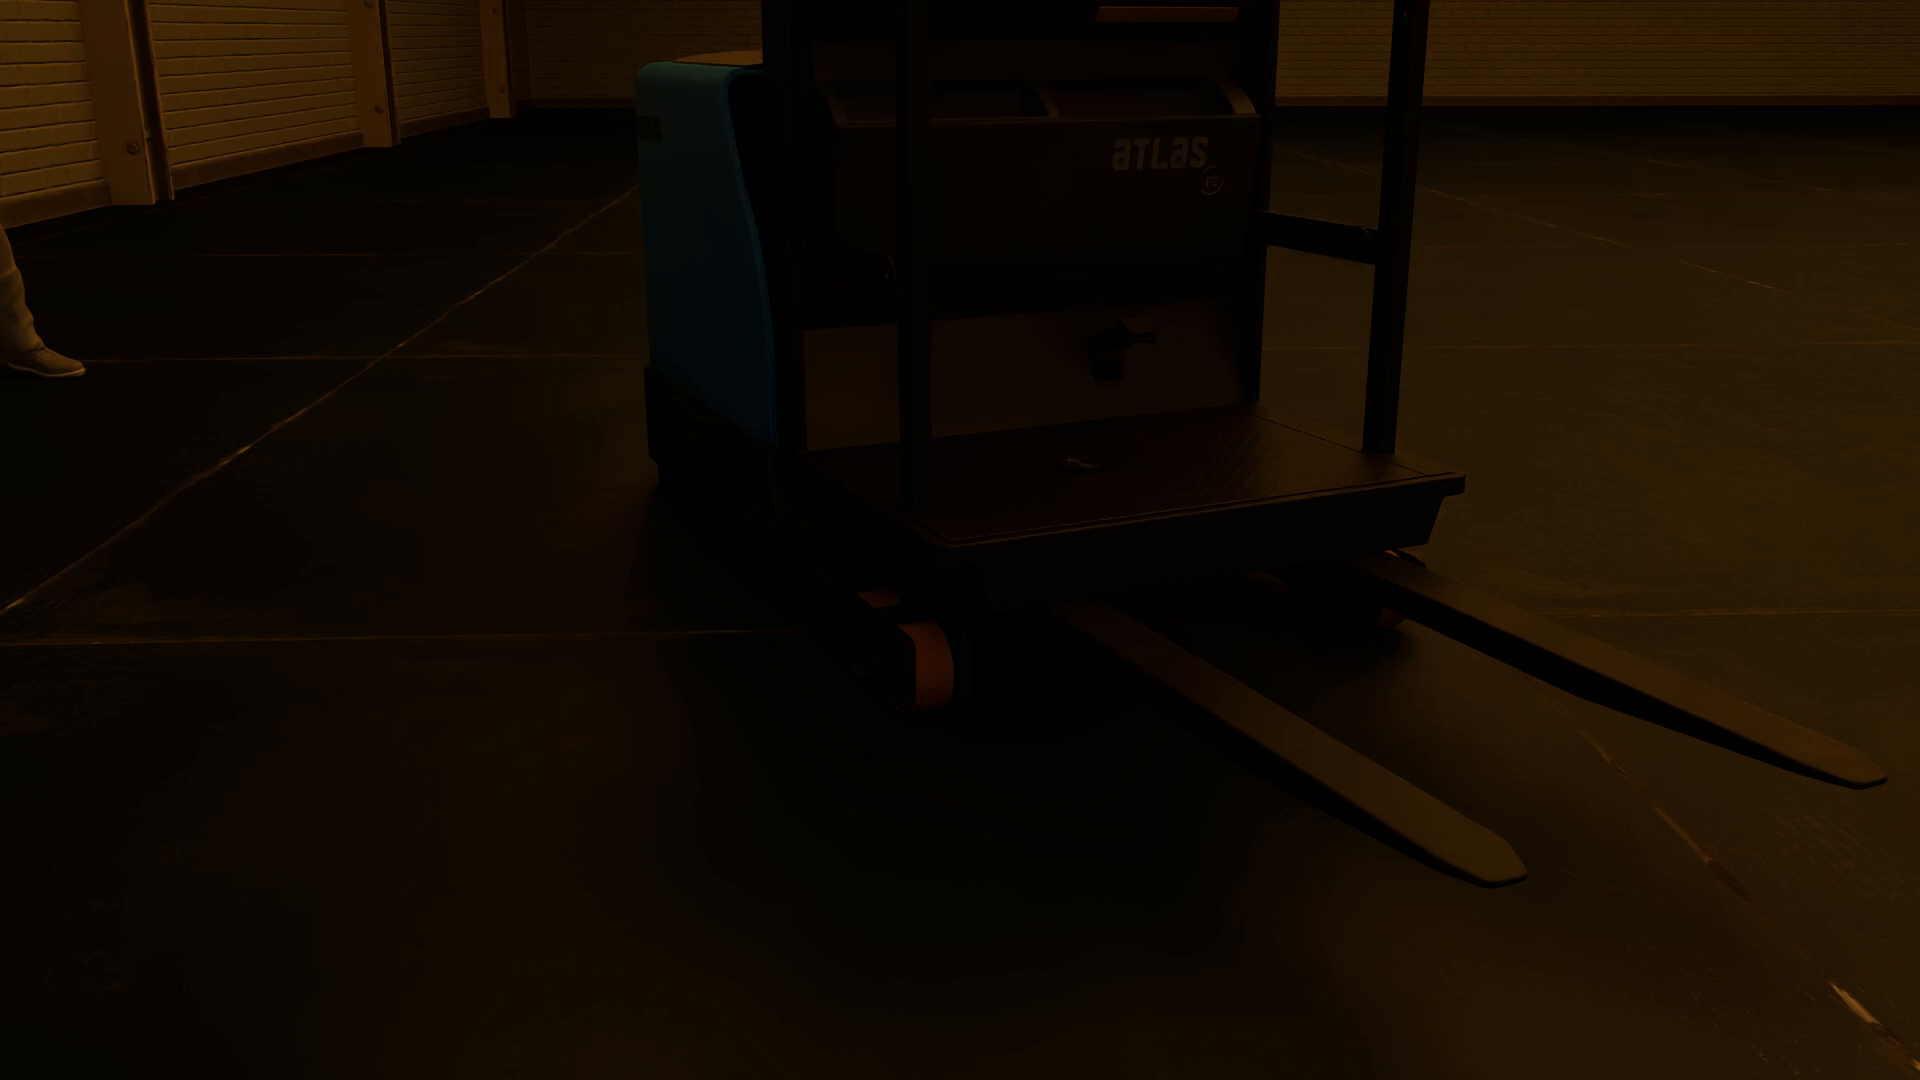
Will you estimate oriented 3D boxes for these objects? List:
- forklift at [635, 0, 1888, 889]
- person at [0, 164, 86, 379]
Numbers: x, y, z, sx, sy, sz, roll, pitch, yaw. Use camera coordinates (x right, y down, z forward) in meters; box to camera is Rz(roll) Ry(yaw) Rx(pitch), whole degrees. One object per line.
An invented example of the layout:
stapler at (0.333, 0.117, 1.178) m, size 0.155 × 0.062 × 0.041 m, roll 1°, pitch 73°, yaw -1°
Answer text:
forklift at (0.258, -1.240, 2.962) m, size 1.130 × 2.935 × 3.031 m, roll -8°, pitch 19°, yaw -24°
person at (-3.319, -1.310, 5.386) m, size 0.452 × 1.659 × 0.626 m, roll 11°, pitch 20°, yaw 32°
